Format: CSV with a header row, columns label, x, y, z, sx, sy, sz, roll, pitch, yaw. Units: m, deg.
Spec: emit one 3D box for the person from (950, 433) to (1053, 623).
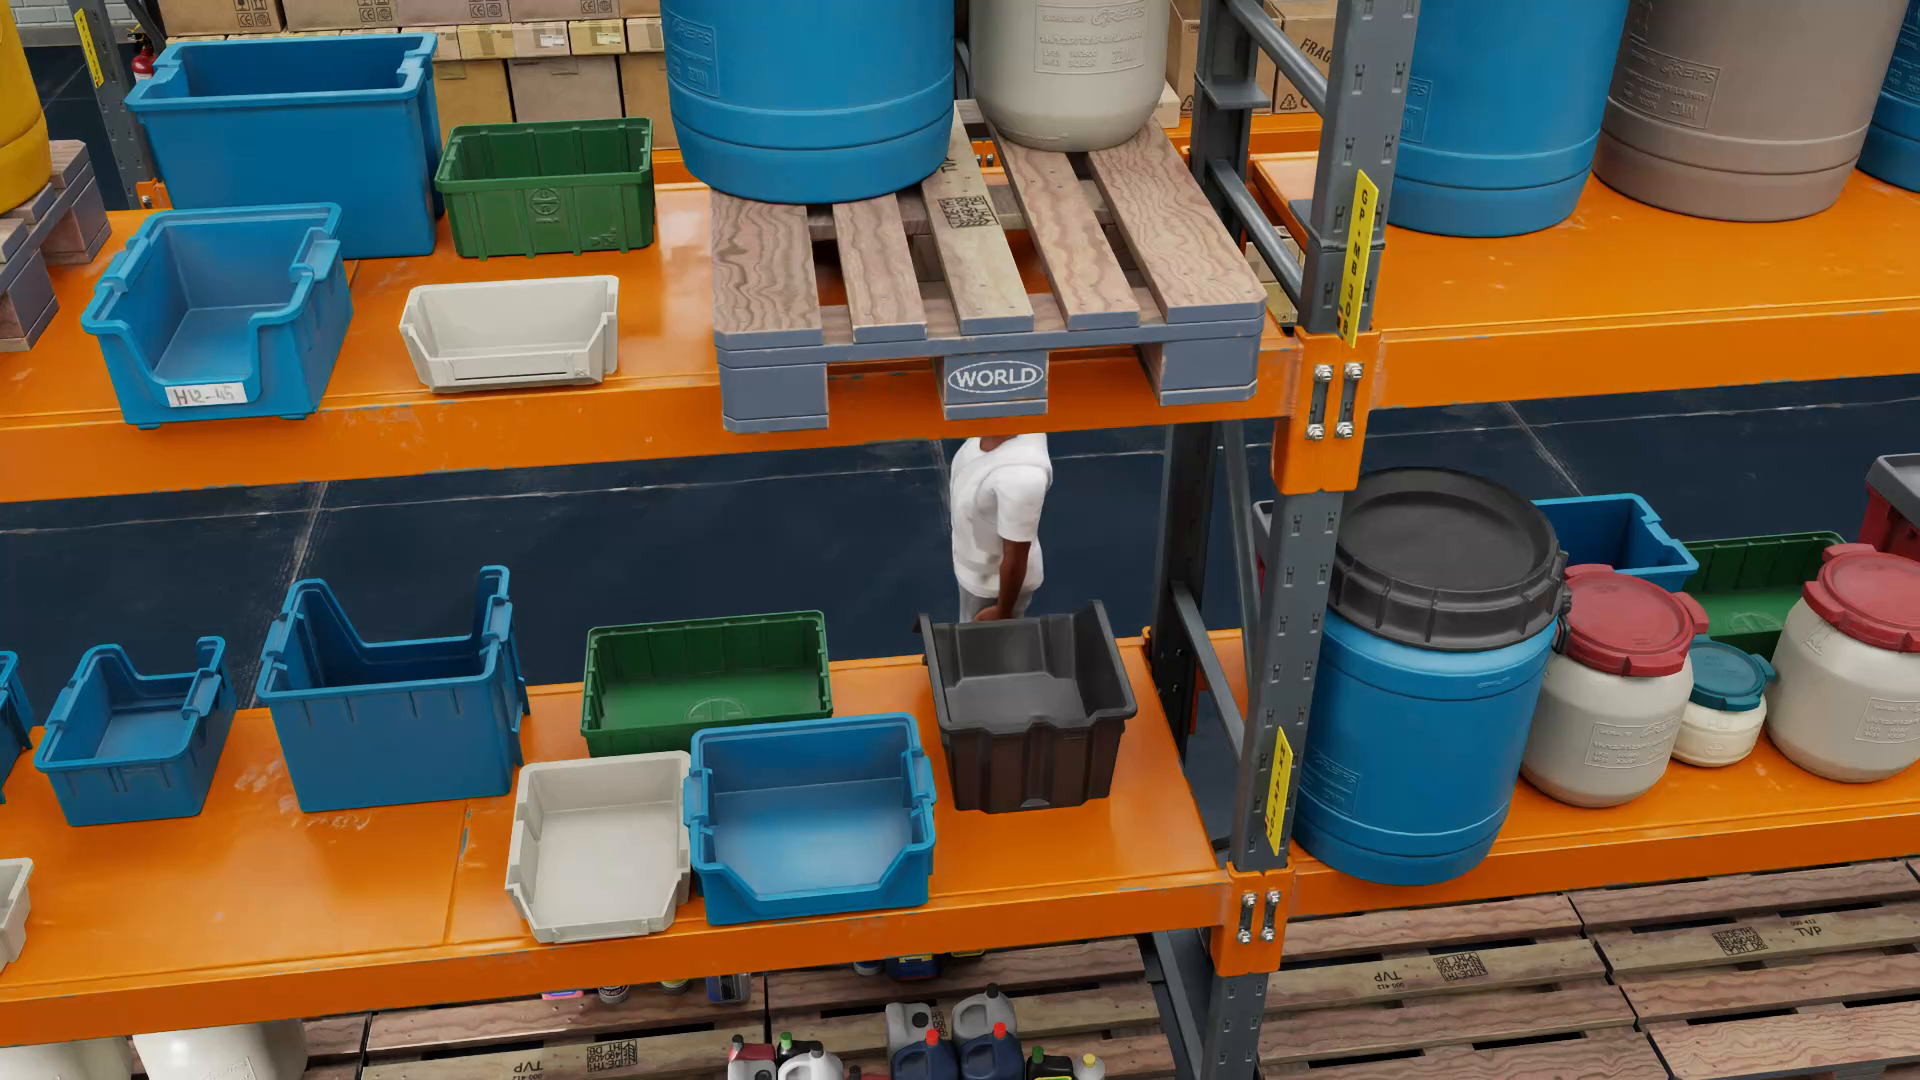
label,x,y,z,sx,sy,sz,roll,pitch,yaw
person,0.130,0.108,5.970,0.359,1.760,0.562,-4,35,-5
